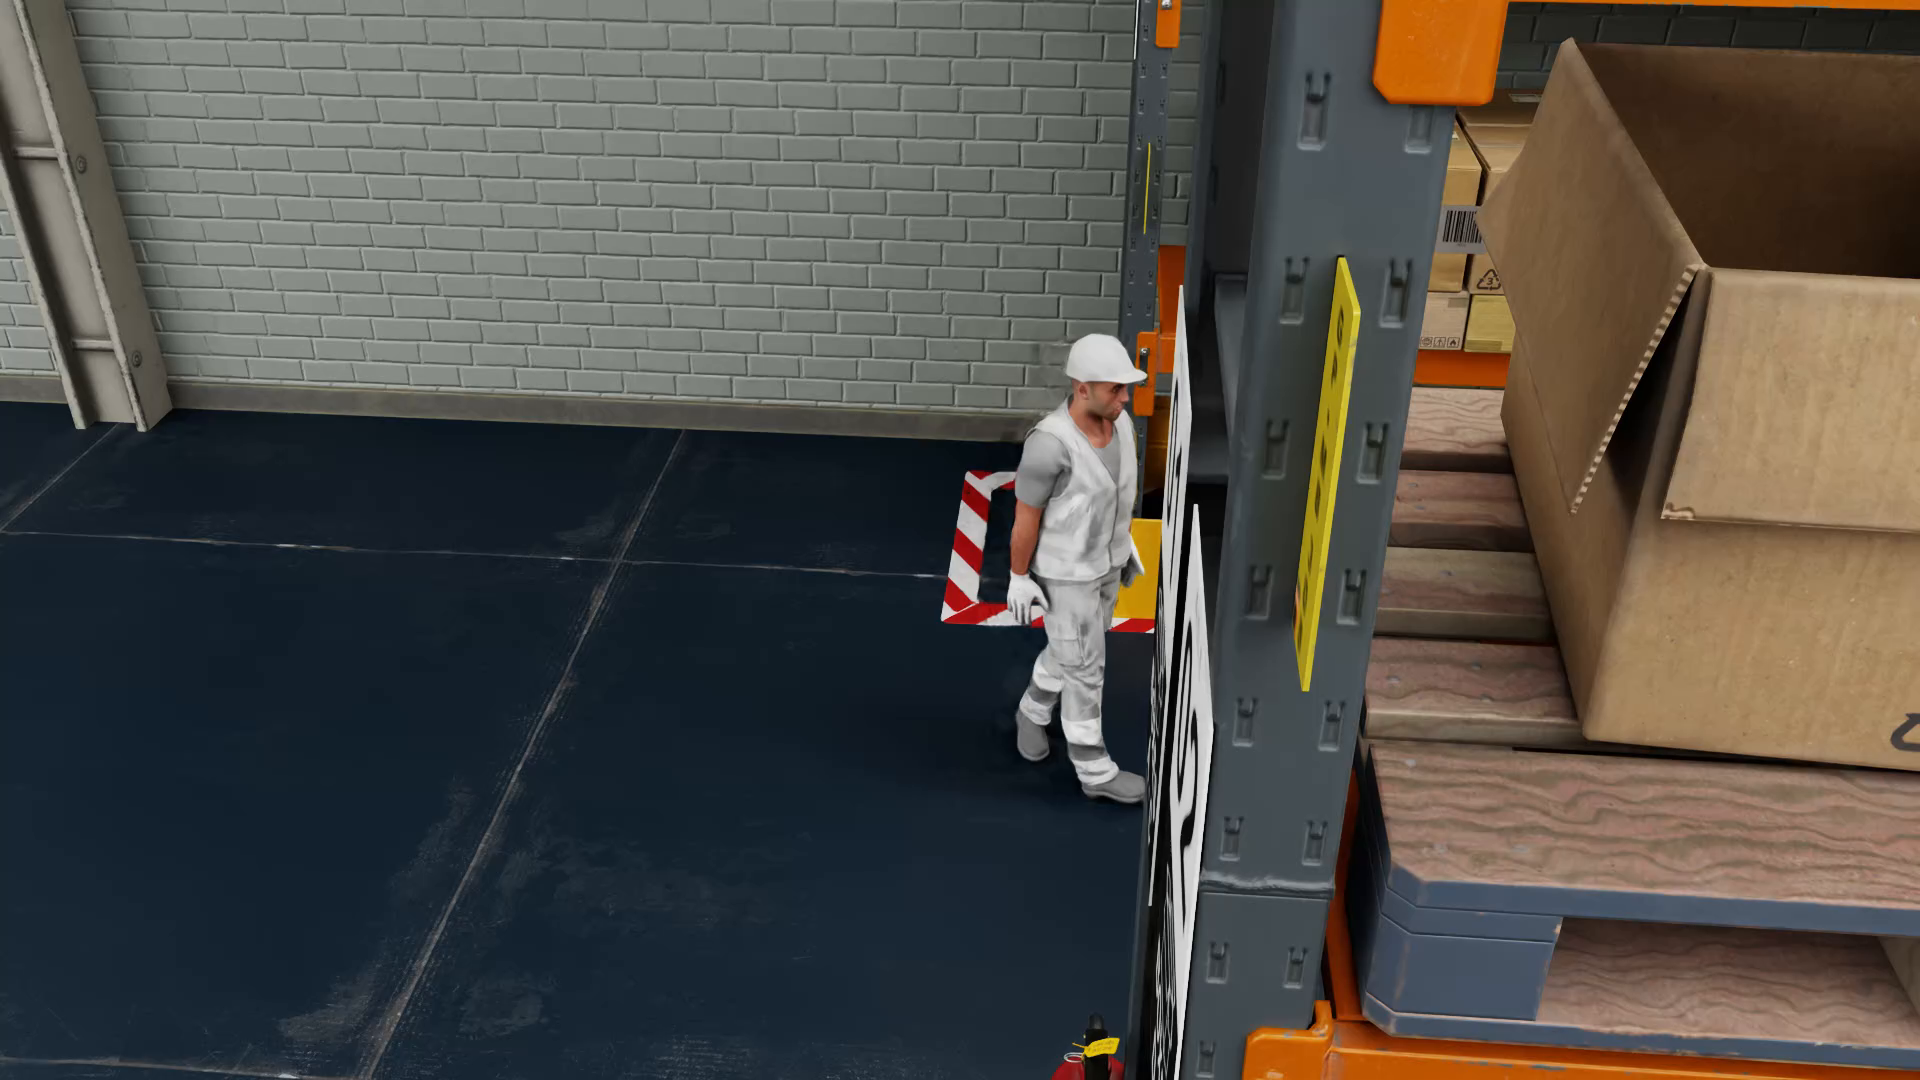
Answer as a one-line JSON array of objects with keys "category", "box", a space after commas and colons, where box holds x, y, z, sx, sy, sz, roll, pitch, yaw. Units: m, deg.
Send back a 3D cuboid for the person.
[{"category": "person", "box": [0.469, 0.114, 5.929, 0.723, 1.781, 0.564, 26, 40, 35]}]
